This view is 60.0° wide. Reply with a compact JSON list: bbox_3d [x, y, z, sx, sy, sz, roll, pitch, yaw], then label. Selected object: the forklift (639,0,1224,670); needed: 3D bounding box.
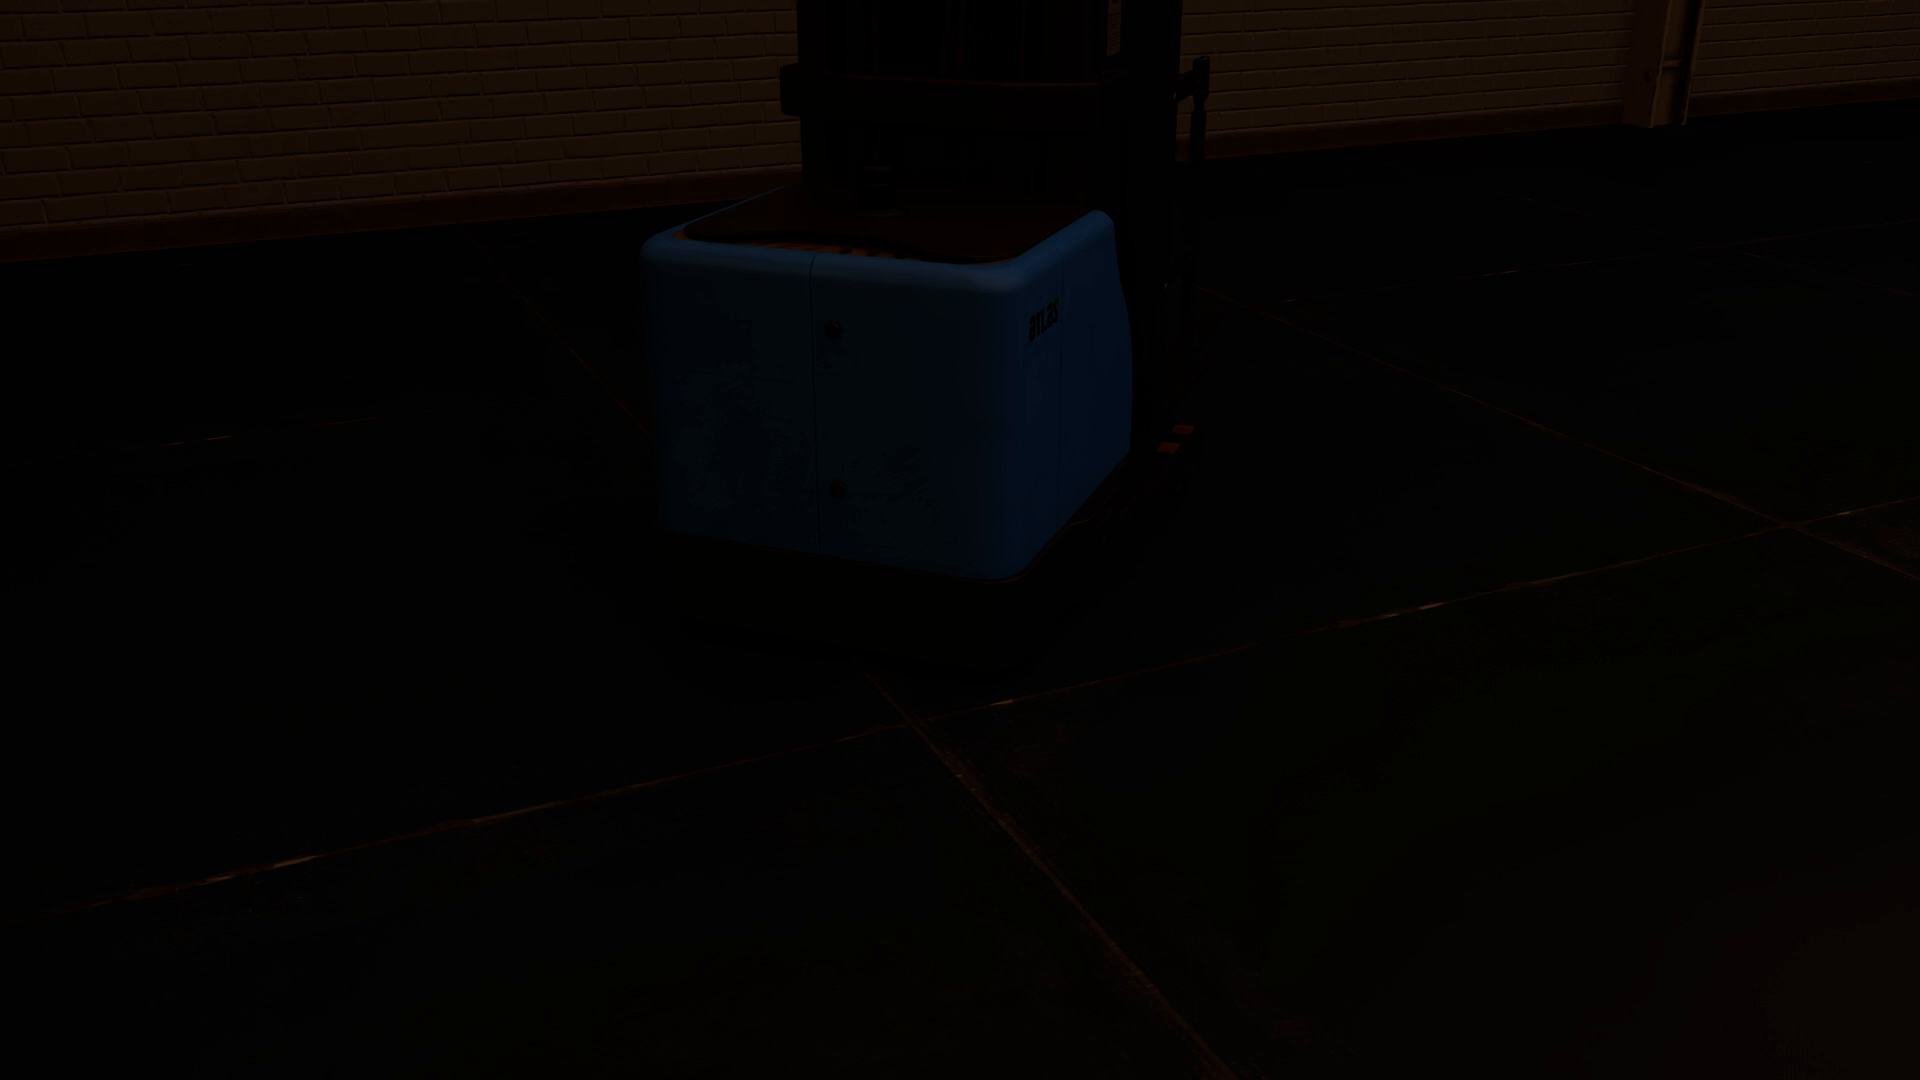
[{"bbox_3d":[0.194,-1.564,5.051,1.130,2.935,3.031,9,24,20],"label":"forklift"}]
